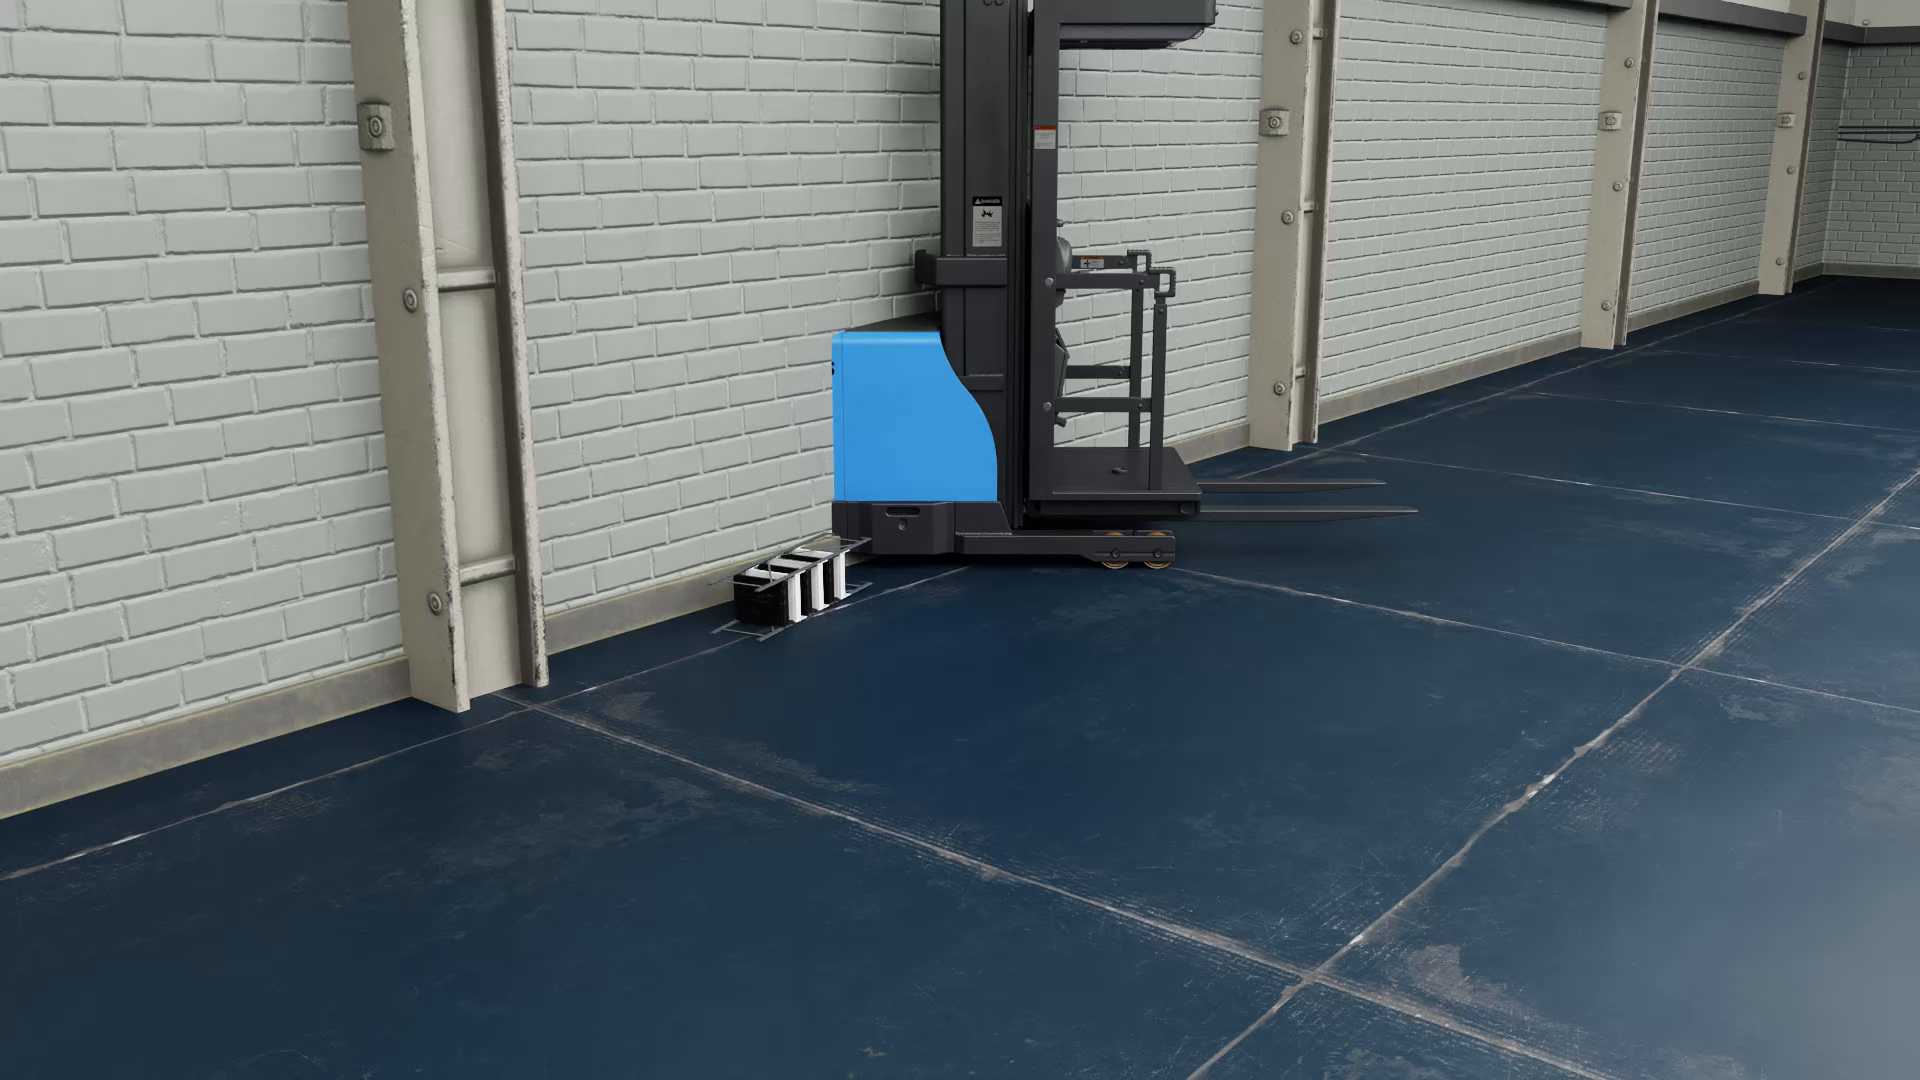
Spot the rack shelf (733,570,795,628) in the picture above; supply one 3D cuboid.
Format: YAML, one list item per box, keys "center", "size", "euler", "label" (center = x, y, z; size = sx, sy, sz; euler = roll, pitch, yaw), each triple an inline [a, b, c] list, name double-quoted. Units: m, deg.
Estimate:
- center: [-0.799, 0.237, 6.755]
  size: [0.258, 0.200, 0.077]
  euler: [7, 16, 25]
  label: "rack shelf"

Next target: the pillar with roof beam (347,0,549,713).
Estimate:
- center: [1.610, -3.157, 2.275]
  size: [9.100, 9.000, 0.400]
  euler: [11, 18, 38]
  label: "pillar with roof beam"

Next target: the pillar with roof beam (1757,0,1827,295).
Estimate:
- center: [12.924, -6.605, 15.845]
  size: [9.100, 9.000, 0.400]
  euler: [11, 18, 38]
  label: "pillar with roof beam"

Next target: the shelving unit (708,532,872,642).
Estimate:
- center: [-0.694, 0.183, 6.960]
  size: [0.258, 0.210, 0.900]
  euler: [7, 16, 25]
  label: "shelving unit"

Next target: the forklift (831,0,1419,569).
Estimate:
- center: [0.623, -1.420, 7.760]
  size: [3.031, 2.935, 1.130]
  euler: [0, 14, 0]
  label: "forklift"

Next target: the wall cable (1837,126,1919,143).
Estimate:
- center: [12.455, -6.125, 20.265]
  size: [3.097, 2.526, 0.112]
  euler: [11, 18, 38]
  label: "wall cable"

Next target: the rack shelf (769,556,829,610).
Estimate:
- center: [-0.679, 0.175, 6.989]
  size: [0.258, 0.200, 0.077]
  euler: [7, 16, 25]
  label: "rack shelf"

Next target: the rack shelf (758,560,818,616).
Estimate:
- center: [-0.719, 0.196, 6.911]
  size: [0.258, 0.200, 0.077]
  euler: [7, 16, 25]
  label: "rack shelf"

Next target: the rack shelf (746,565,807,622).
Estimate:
- center: [-0.759, 0.217, 6.833]
  size: [0.258, 0.200, 0.077]
  euler: [7, 16, 25]
  label: "rack shelf"

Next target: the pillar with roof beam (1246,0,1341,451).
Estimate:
- center: [5.381, -4.306, 6.799]
  size: [9.100, 9.000, 0.400]
  euler: [11, 18, 38]
  label: "pillar with roof beam"

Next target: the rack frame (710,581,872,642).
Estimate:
- center: [-0.693, 0.281, 6.986]
  size: [0.240, 0.006, 0.900]
  euler: [7, 16, 25]
  label: "rack frame"

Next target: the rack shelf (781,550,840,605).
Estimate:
- center: [-0.639, 0.155, 7.067]
  size: [0.258, 0.200, 0.077]
  euler: [7, 16, 25]
  label: "rack shelf"

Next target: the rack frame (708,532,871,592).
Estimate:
- center: [-0.694, 0.085, 6.935]
  size: [0.240, 0.006, 0.900]
  euler: [7, 16, 25]
  label: "rack frame"

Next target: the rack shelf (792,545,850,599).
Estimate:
- center: [-0.599, 0.134, 7.145]
  size: [0.258, 0.200, 0.077]
  euler: [7, 16, 25]
  label: "rack shelf"

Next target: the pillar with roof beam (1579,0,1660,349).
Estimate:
- center: [9.152, -5.456, 11.322]
  size: [9.100, 9.000, 0.400]
  euler: [11, 18, 38]
  label: "pillar with roof beam"
